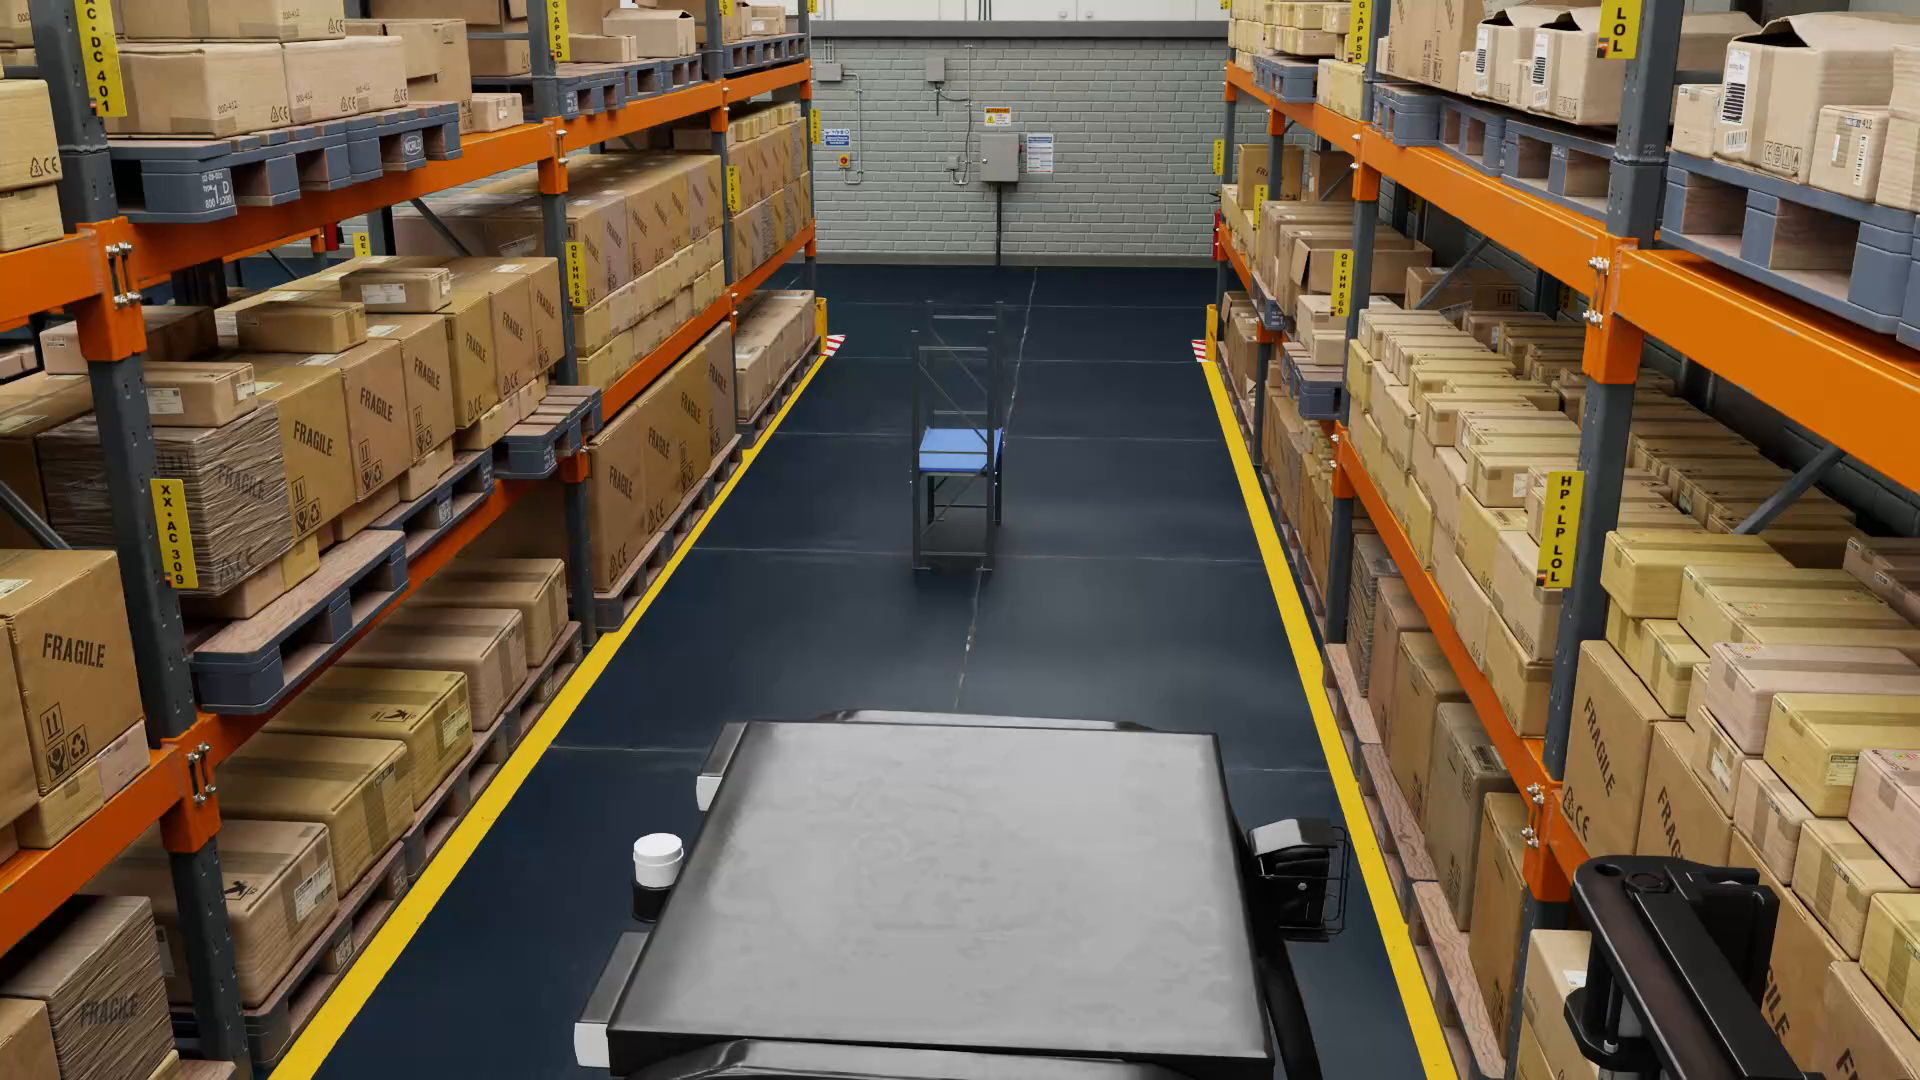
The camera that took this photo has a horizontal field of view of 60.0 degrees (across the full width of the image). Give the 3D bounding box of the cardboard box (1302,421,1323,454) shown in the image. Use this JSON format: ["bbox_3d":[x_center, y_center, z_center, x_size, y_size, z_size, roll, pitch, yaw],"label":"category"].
[{"bbox_3d":[2.346,-0.638,10.352,0.380,0.149,0.250,0,18,1],"label":"cardboard box"}]

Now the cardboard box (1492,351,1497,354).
[{"bbox_3d":[2.685,-0.769,7.890,0.500,0.250,0.500,2,18,5],"label":"cardboard box"}]

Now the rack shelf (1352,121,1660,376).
[{"bbox_3d":[2.296,-1.211,6.139,1.077,0.370,4.000,1,18,4],"label":"rack shelf"}]

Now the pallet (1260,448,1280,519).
[{"bbox_3d":[2.706,-0.412,11.841,1.003,0.211,1.213,1,18,4],"label":"pallet"}]

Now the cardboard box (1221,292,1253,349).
[{"bbox_3d":[2.875,-2.058,15.722,0.797,0.503,0.637,1,18,2],"label":"cardboard box"}]

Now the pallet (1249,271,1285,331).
[{"bbox_3d":[2.560,-1.654,11.461,1.003,0.211,1.213,1,18,4],"label":"pallet"}]

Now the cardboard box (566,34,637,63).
[{"bbox_3d":[-2.211,-3.024,10.217,0.380,0.166,0.250,3,18,9],"label":"cardboard box"}]

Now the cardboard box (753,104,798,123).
[{"bbox_3d":[-1.693,-3.896,15.188,0.380,0.149,0.250,1,18,3],"label":"cardboard box"}]

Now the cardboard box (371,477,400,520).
[{"bbox_3d":[-2.393,-0.183,6.394,0.380,0.149,0.250,1,18,4],"label":"cardboard box"}]

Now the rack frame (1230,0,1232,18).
[{"bbox_3d":[3.013,-6.084,15.038,1.000,3.000,0.127,1,18,4],"label":"rack frame"}]

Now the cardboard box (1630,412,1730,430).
[{"bbox_3d":[2.536,-0.361,6.005,0.380,0.149,0.250,1,18,3],"label":"cardboard box"}]

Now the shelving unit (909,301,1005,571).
[{"bbox_3d":[-0.006,-0.686,10.609,0.538,1.500,1.048,1,18,4],"label":"shelving unit"}]

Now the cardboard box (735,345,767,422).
[{"bbox_3d":[-2.073,-1.275,13.437,0.875,0.438,0.875,1,18,3],"label":"cardboard box"}]

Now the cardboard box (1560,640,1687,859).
[{"bbox_3d":[1.861,0.579,4.180,0.500,0.500,0.500,1,18,2],"label":"cardboard box"}]

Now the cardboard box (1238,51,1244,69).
[{"bbox_3d":[2.599,-4.127,14.288,0.380,0.149,0.250,1,18,4],"label":"cardboard box"}]

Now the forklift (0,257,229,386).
[{"bbox_3d":[-4.912,-1.078,9.504,1.130,2.935,3.031,2,18,5],"label":"forklift"}]

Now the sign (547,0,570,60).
[{"bbox_3d":[-1.970,-2.516,8.137,0.100,0.325,0.005,1,18,4],"label":"sign"}]

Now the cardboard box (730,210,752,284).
[{"bbox_3d":[-1.930,-2.288,12.927,0.500,0.500,0.500,2,18,6],"label":"cardboard box"}]

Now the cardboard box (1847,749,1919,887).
[{"bbox_3d":[1.821,0.491,2.927,0.380,0.149,0.250,1,18,4],"label":"cardboard box"}]

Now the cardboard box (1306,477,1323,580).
[{"bbox_3d":[2.302,-0.051,9.602,0.500,0.500,0.500,1,18,3],"label":"cardboard box"}]

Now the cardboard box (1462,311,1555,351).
[{"bbox_3d":[2.618,-0.998,7.951,0.380,0.149,0.250,2,18,6],"label":"cardboard box"}]

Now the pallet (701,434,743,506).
[{"bbox_3d":[-2.205,-0.534,12.213,1.003,0.211,1.213,1,18,4],"label":"pallet"}]

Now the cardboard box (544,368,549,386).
[{"bbox_3d":[-2.300,-0.831,8.371,0.380,0.149,0.250,2,18,6],"label":"cardboard box"}]

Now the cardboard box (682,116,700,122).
[{"bbox_3d":[-2.365,-3.429,13.764,0.380,0.149,0.250,1,18,3],"label":"cardboard box"}]

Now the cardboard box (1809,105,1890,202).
[{"bbox_3d":[1.763,-0.688,2.956,0.380,0.149,0.250,2,18,6],"label":"cardboard box"}]

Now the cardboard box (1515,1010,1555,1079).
[{"bbox_3d":[1.811,1.507,4.445,0.500,0.250,0.500,1,18,4],"label":"cardboard box"}]

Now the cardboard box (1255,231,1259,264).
[{"bbox_3d":[2.520,-2.224,12.657,0.500,0.250,0.500,2,18,5],"label":"cardboard box"}]

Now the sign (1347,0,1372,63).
[{"bbox_3d":[1.899,-2.432,7.881,0.100,0.325,0.005,1,18,4],"label":"sign"}]

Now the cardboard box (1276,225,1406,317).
[{"bbox_3d":[2.375,-1.688,10.422,0.700,0.500,0.500,1,18,4],"label":"cardboard box"}]

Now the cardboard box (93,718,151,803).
[{"bbox_3d":[-2.517,0.610,4.646,0.380,0.149,0.250,1,18,3],"label":"cardboard box"}]

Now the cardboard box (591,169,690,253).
[{"bbox_3d":[-2.092,-2.161,10.933,0.500,0.500,0.500,2,18,6],"label":"cardboard box"}]

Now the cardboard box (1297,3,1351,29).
[{"bbox_3d":[2.216,-3.122,9.909,0.380,0.149,0.250,1,18,4],"label":"cardboard box"}]

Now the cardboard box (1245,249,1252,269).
[{"bbox_3d":[2.525,-2.299,13.526,0.380,0.149,0.250,1,18,3],"label":"cardboard box"}]

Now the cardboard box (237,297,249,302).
[{"bbox_3d":[-6.635,-2.219,15.827,0.380,0.149,0.250,1,18,3],"label":"cardboard box"}]

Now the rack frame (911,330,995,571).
[{"bbox_3d":[-0.043,-0.528,10.127,0.500,1.500,0.032,1,18,4],"label":"rack frame"}]

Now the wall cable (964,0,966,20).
[{"bbox_3d":[-1.061,-7.949,20.729,2.355,3.000,0.029,1,18,4],"label":"wall cable"}]

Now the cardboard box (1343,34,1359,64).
[{"bbox_3d":[2.282,-2.647,8.966,0.380,0.149,0.250,1,18,4],"label":"cardboard box"}]

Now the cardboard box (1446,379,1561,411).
[{"bbox_3d":[2.119,-0.528,6.513,0.380,0.149,0.250,1,18,4],"label":"cardboard box"}]

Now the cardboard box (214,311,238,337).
[{"bbox_3d":[-2.880,-0.629,6.714,0.500,0.500,0.500,1,18,2],"label":"cardboard box"}]

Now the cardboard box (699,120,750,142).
[{"bbox_3d":[-1.886,-3.259,13.245,0.380,0.149,0.250,1,18,4],"label":"cardboard box"}]

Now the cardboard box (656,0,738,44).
[{"bbox_3d":[-1.973,-3.998,12.495,0.500,0.500,0.500,2,18,5],"label":"cardboard box"}]

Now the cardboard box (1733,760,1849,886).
[{"bbox_3d":[1.748,0.550,3.225,0.380,0.149,0.250,1,18,3],"label":"cardboard box"}]

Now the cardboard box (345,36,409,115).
[{"bbox_3d":[-2.307,-1.656,5.909,0.500,0.250,0.500,1,18,3],"label":"cardboard box"}]

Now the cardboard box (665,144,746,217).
[{"bbox_3d":[-1.949,-2.765,12.779,0.500,0.500,0.500,1,18,4],"label":"cardboard box"}]

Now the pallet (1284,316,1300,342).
[{"bbox_3d":[2.575,-1.261,10.263,1.003,0.211,1.213,1,18,4],"label":"pallet"}]

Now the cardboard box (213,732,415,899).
[{"bbox_3d":[-2.715,1.047,6.455,0.950,0.372,0.625,2,18,7],"label":"cardboard box"}]

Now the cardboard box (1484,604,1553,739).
[{"bbox_3d":[1.928,0.403,5.117,0.500,0.250,0.500,2,18,5],"label":"cardboard box"}]

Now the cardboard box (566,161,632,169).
[{"bbox_3d":[-2.552,-2.334,11.462,0.500,0.500,0.500,1,18,4],"label":"cardboard box"}]

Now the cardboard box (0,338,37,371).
[{"bbox_3d":[-6.970,-1.310,12.241,0.500,0.250,0.500,1,18,2],"label":"cardboard box"}]

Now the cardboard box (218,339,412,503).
[{"bbox_3d":[-2.394,-0.452,6.173,0.500,0.500,0.500,1,18,4],"label":"cardboard box"}]

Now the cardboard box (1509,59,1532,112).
[{"bbox_3d":[1.929,-1.407,5.152,0.380,0.149,0.250,1,18,4],"label":"cardboard box"}]

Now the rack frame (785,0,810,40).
[{"bbox_3d":[-1.938,-6.193,15.372,1.000,3.000,0.127,1,18,4],"label":"rack frame"}]

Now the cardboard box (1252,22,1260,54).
[{"bbox_3d":[2.586,-3.962,13.143,0.500,0.250,0.500,2,18,5],"label":"cardboard box"}]

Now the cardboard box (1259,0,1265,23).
[{"bbox_3d":[2.550,-4.044,12.589,0.500,0.250,0.500,1,18,3],"label":"cardboard box"}]

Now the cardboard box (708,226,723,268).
[{"bbox_3d":[-2.014,-2.124,12.026,0.500,0.250,0.500,1,18,4],"label":"cardboard box"}]

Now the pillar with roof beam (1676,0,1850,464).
[{"bbox_3d":[-1.049,-3.270,6.451,9.100,9.000,0.400,1,18,4],"label":"pillar with roof beam"}]

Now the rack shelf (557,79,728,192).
[{"bbox_3d":[-2.368,-2.563,10.265,1.077,0.370,4.000,1,18,4],"label":"rack shelf"}]

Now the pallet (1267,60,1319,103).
[{"bbox_3d":[2.539,-2.804,10.146,1.213,0.211,1.003,1,18,4],"label":"pallet"}]

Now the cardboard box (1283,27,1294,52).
[{"bbox_3d":[2.238,-3.142,10.447,0.380,0.149,0.250,1,18,3],"label":"cardboard box"}]

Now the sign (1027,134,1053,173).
[{"bbox_3d":[1.035,-5.010,21.549,0.329,0.494,0.001,1,18,4],"label":"sign"}]
